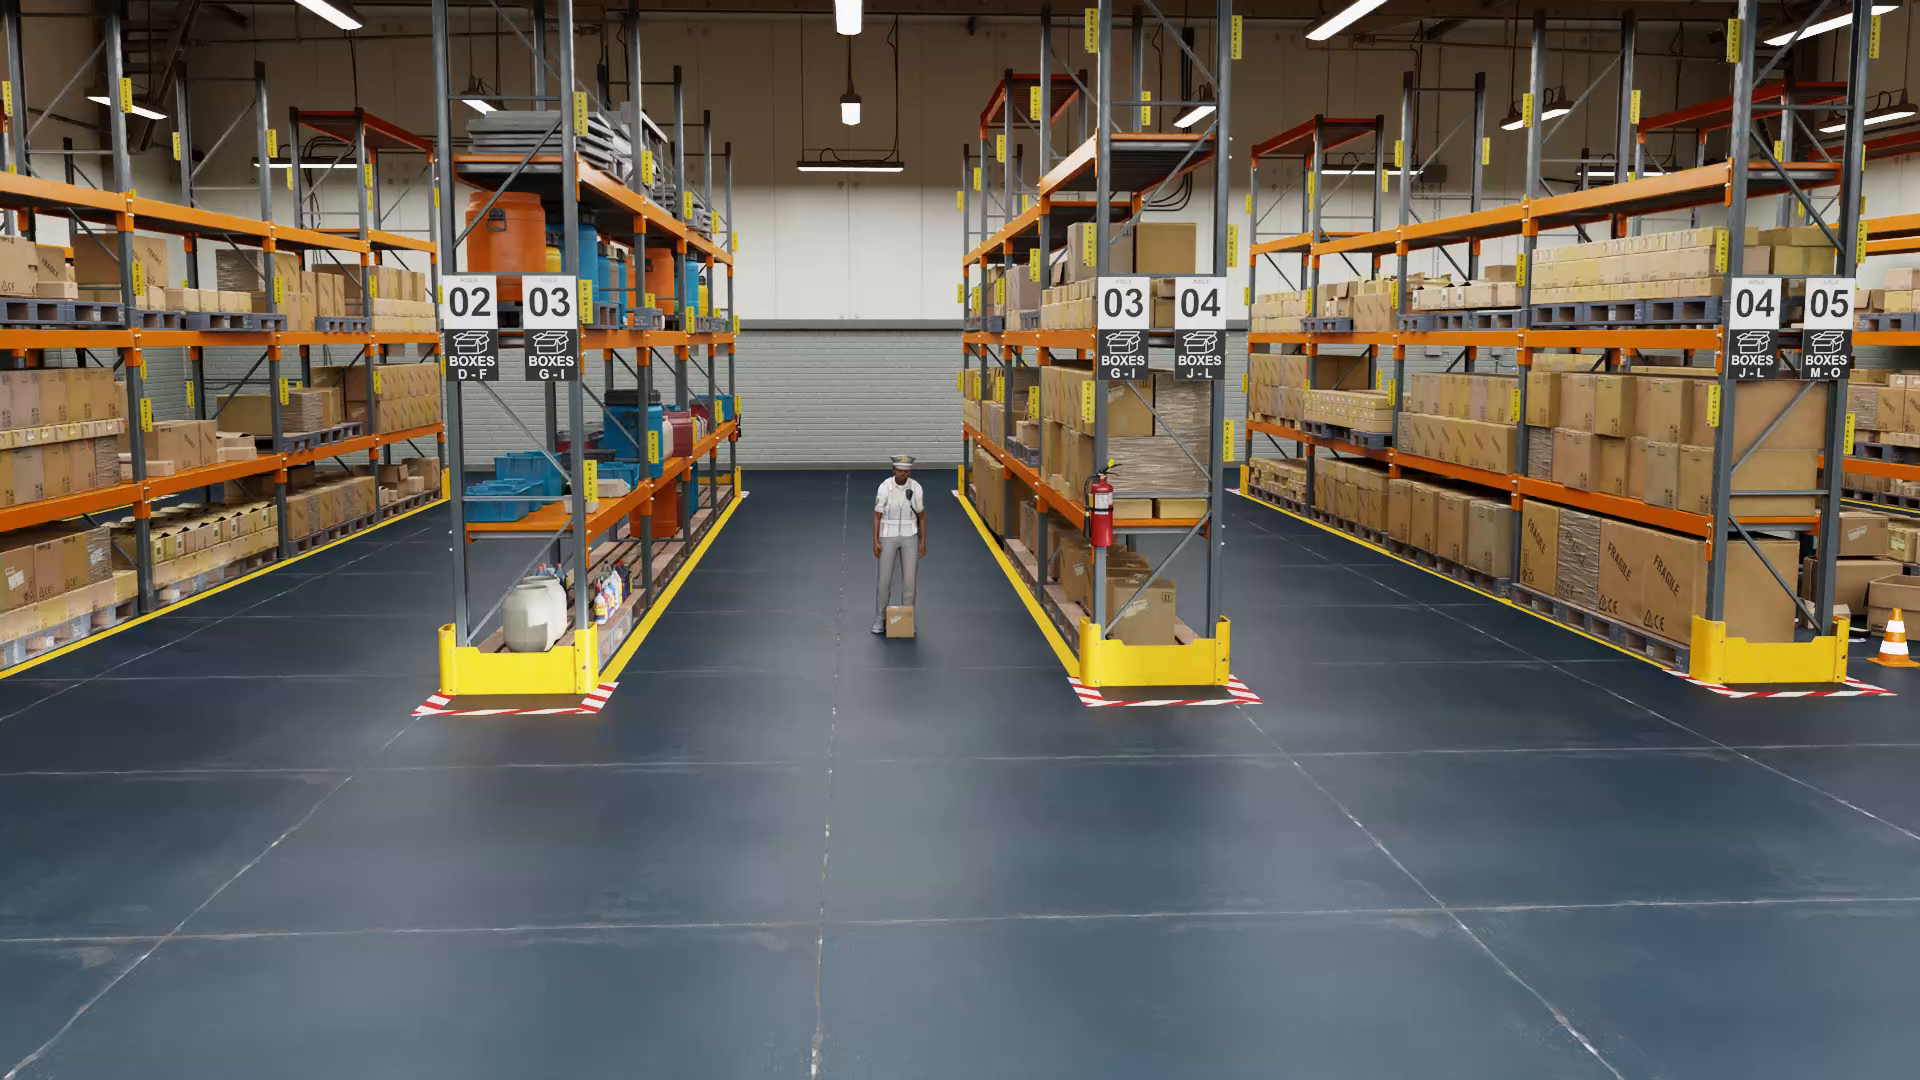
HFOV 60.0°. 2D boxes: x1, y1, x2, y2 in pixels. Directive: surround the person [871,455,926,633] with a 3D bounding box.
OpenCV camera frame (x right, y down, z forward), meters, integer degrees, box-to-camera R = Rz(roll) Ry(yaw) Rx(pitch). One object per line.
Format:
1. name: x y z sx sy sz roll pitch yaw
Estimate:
1. person: -0.576 0.027 15.519 0.532 1.662 0.424 -1 7 -7
